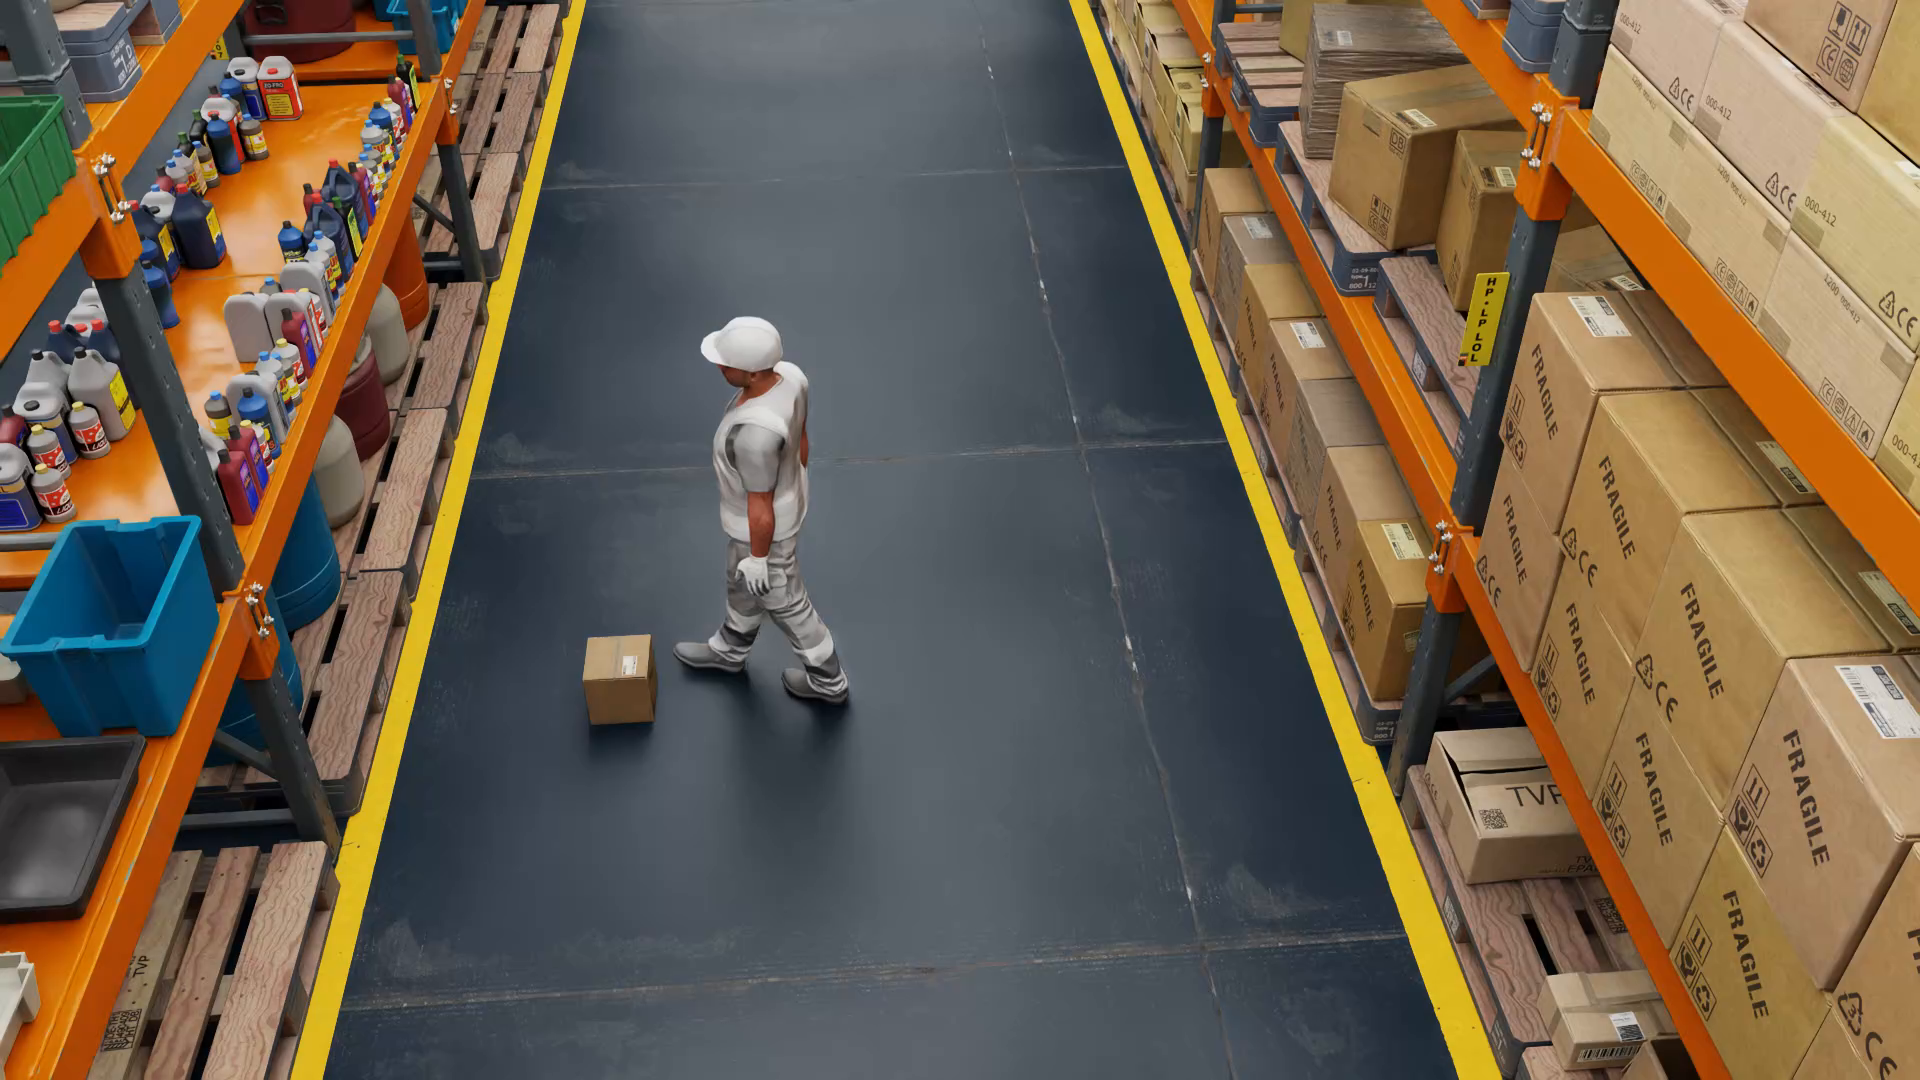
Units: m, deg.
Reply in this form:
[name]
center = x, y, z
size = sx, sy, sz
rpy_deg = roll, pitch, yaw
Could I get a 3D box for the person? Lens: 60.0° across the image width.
[person]
center = -0.819, -0.098, 6.256
size = 0.763, 1.774, 0.589
rpy_deg = 5, 39, 6
